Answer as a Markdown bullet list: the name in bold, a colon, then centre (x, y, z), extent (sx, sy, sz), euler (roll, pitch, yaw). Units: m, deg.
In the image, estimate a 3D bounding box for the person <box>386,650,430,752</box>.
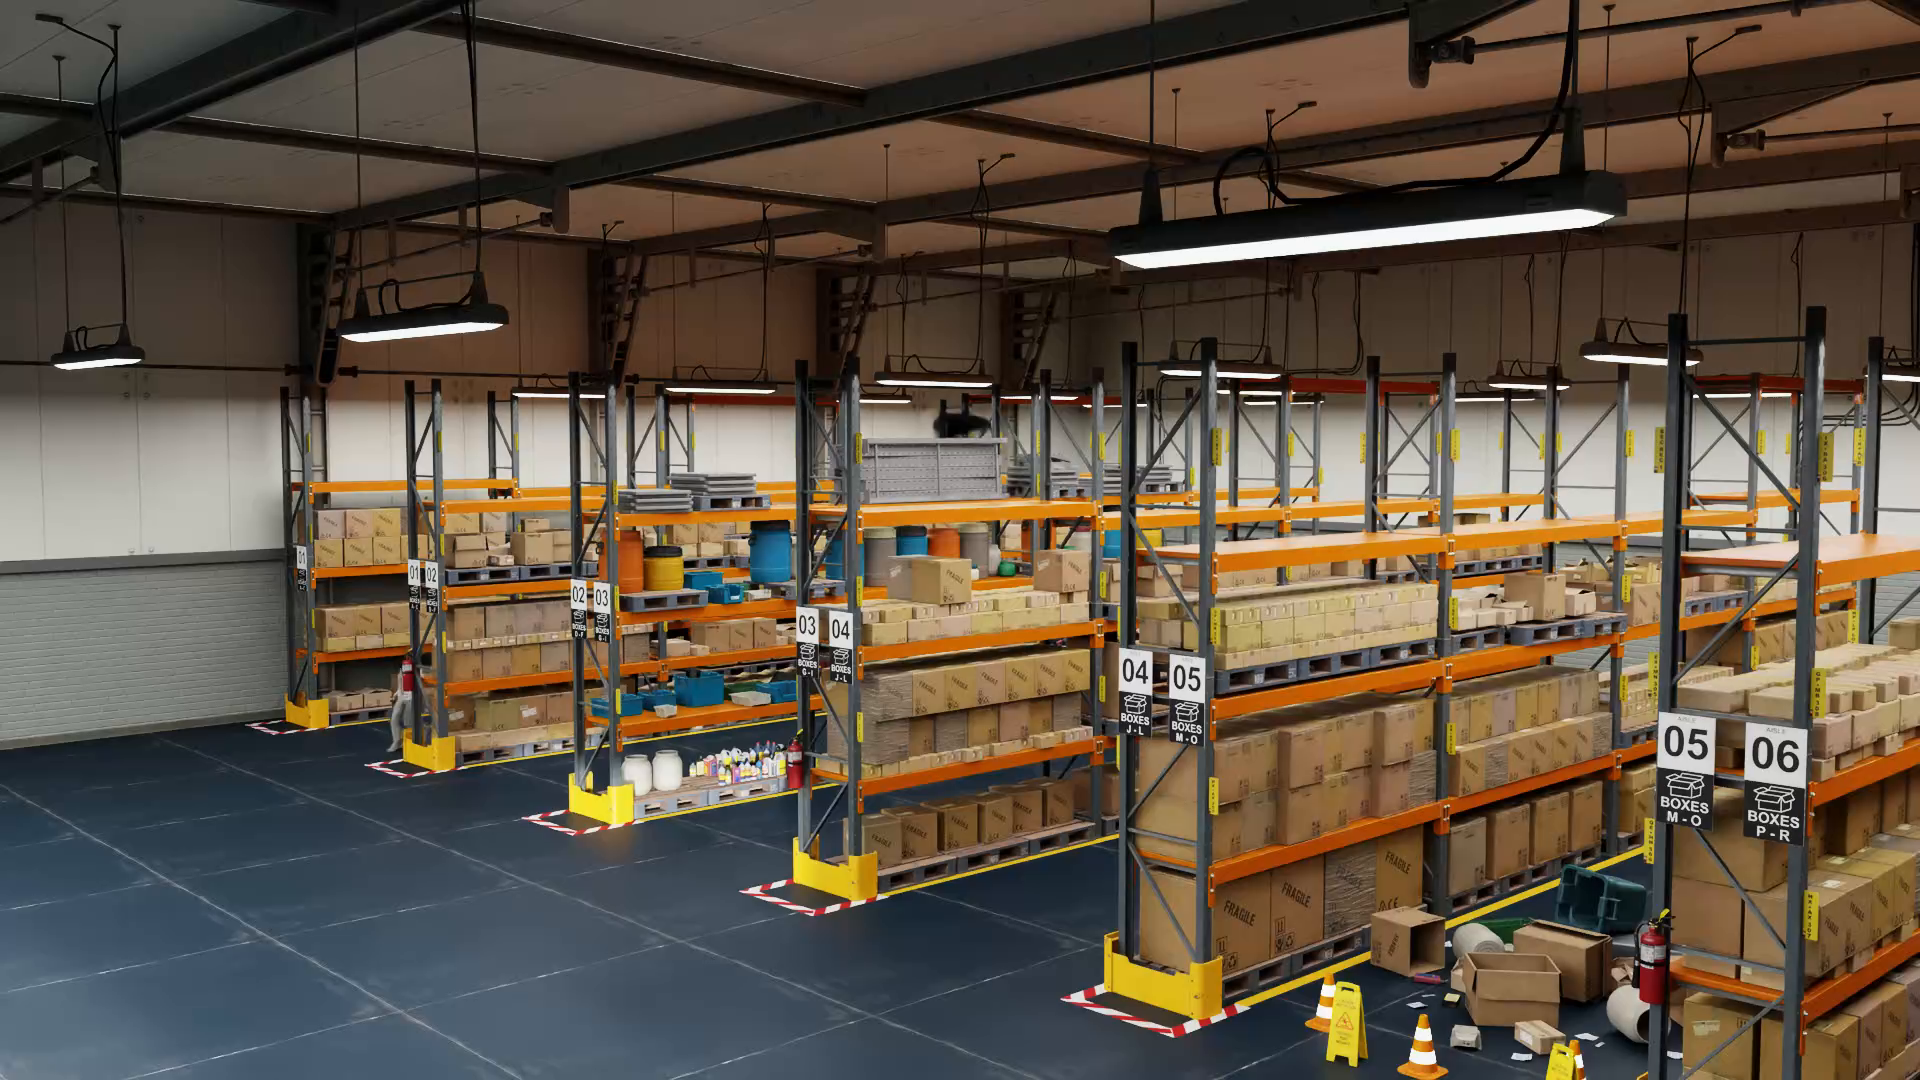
- **person**: centre (-8.983, 2.620, 27.230), extent (0.651, 1.673, 0.785), euler (2, 4, 33)
